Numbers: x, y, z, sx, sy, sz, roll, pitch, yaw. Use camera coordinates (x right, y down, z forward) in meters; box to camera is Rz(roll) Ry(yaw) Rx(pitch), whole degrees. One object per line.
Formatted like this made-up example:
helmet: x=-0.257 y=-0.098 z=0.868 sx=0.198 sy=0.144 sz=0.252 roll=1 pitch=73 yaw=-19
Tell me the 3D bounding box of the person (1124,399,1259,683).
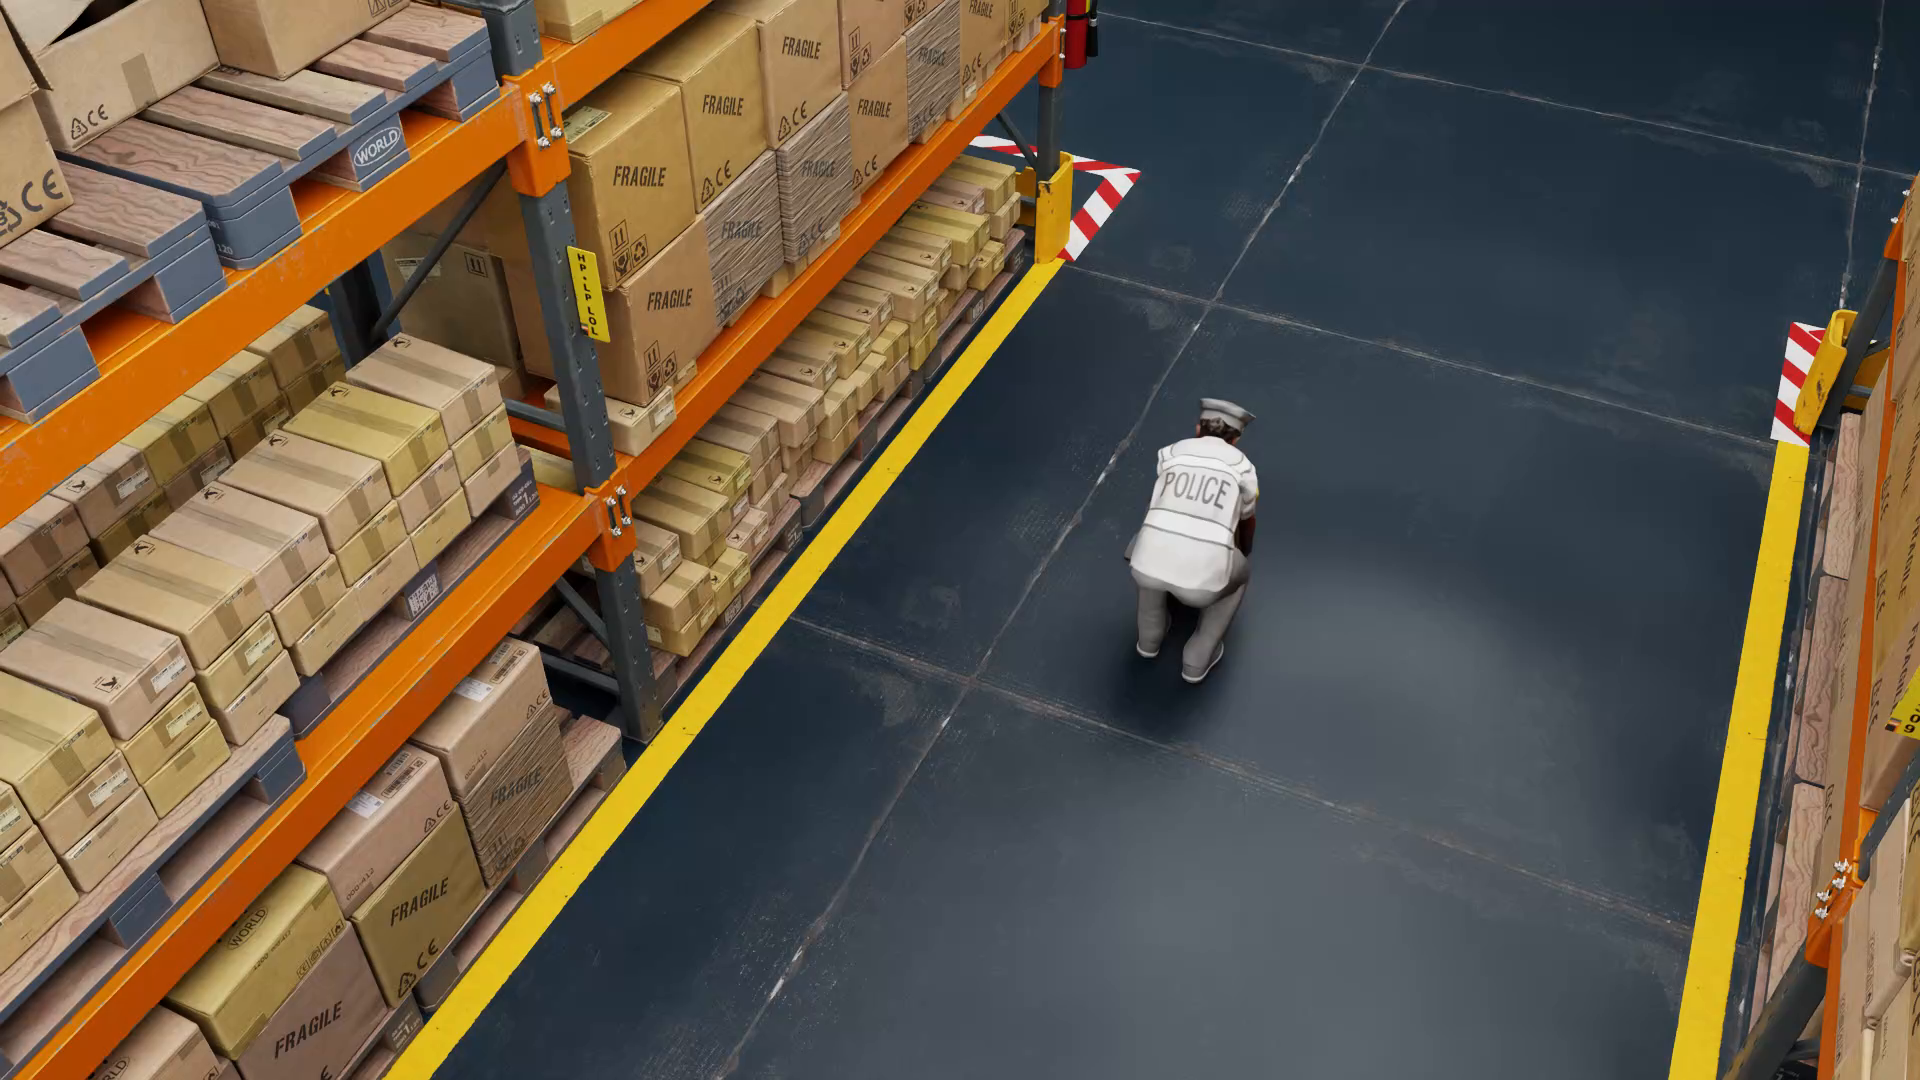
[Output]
person: x=0.951 y=0.008 z=6.666 sx=0.457 sy=0.977 sz=0.916 roll=16 pitch=45 yaw=17
